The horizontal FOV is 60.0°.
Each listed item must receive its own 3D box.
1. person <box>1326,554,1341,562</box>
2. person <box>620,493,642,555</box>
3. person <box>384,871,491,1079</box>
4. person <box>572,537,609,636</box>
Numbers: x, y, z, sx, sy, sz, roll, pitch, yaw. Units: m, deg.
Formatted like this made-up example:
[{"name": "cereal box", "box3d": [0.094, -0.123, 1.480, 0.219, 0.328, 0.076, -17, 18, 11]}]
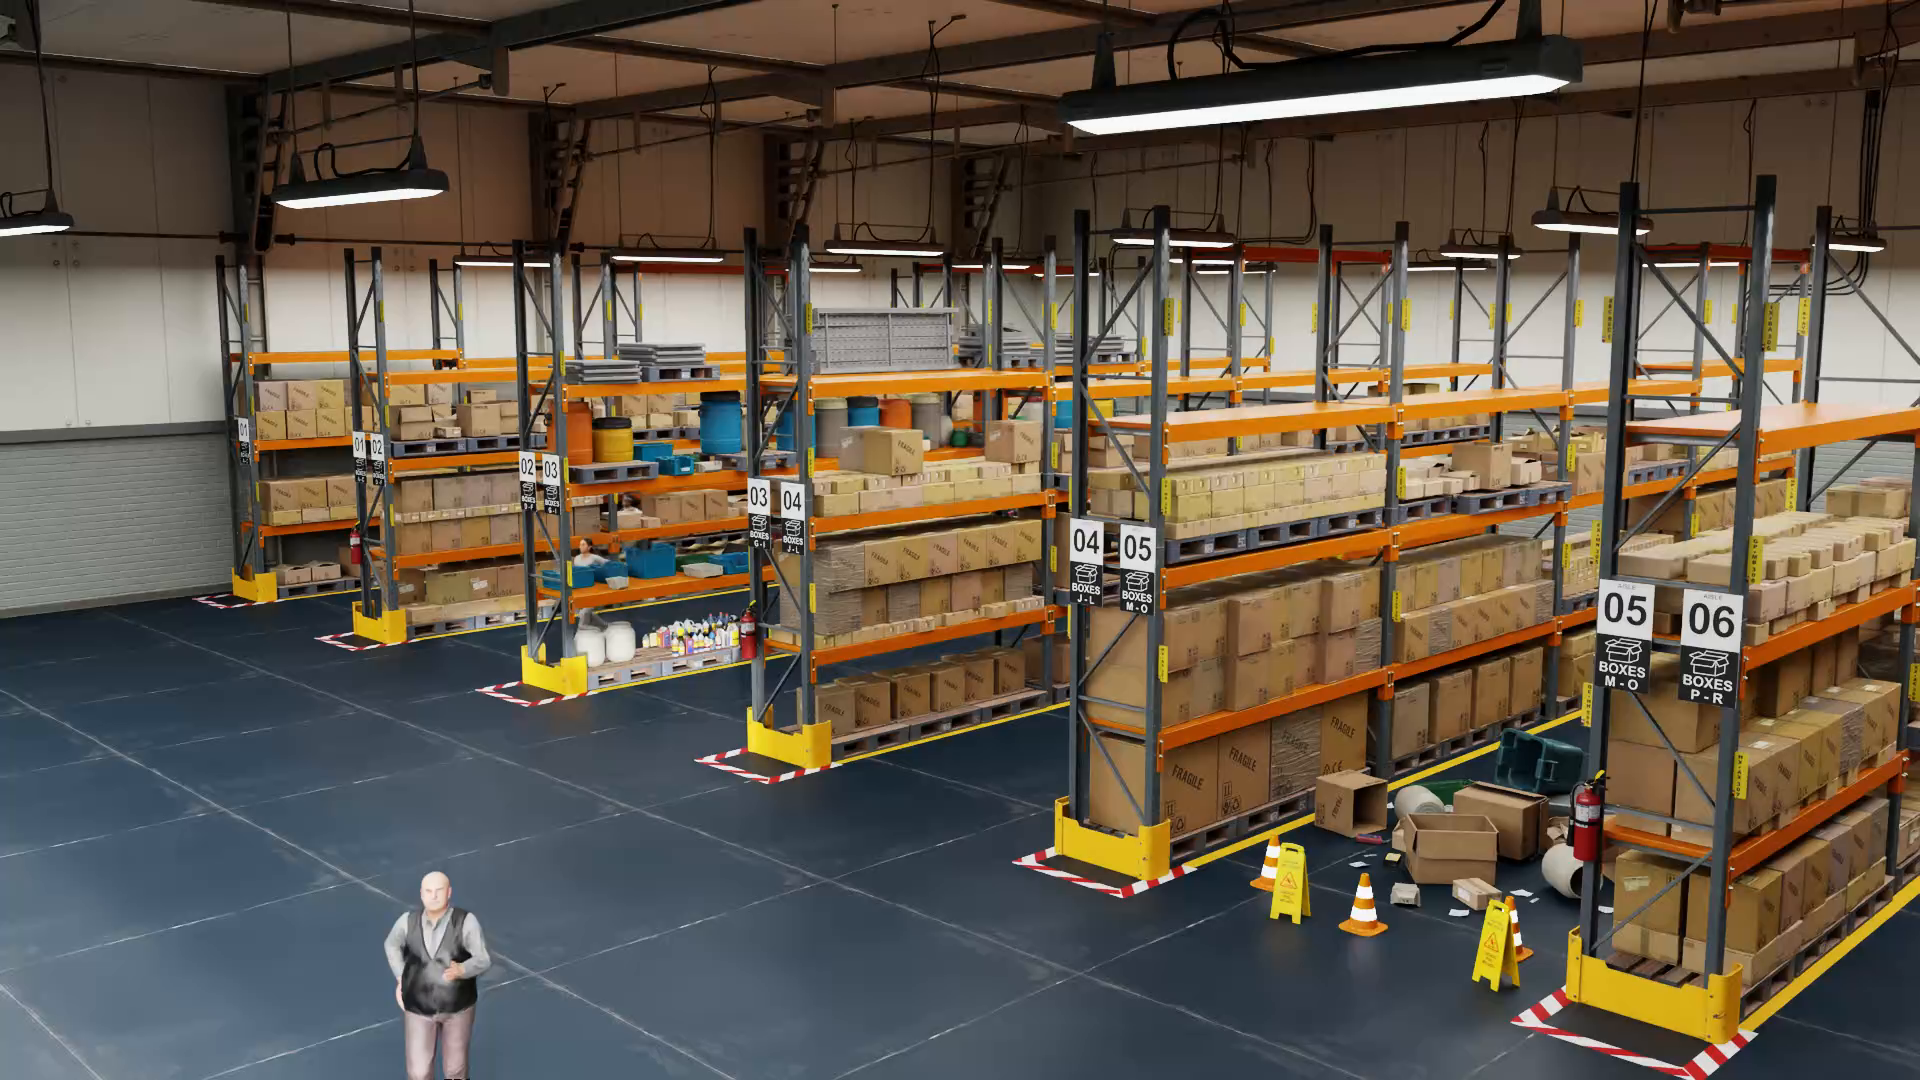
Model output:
[{"name": "person", "box3d": [5.278, 0.989, 23.543, 0.705, 1.736, 0.744, 6, 10, 37]}, {"name": "person", "box3d": [-6.112, -0.009, 30.732, 0.590, 1.740, 0.726, 8, 11, 44]}, {"name": "person", "box3d": [-3.179, 2.900, 10.147, 0.637, 1.773, 0.715, -2, 8, -14]}, {"name": "person", "box3d": [-5.599, 0.785, 24.967, 0.565, 1.673, 0.951, 5, 9, 30]}]
